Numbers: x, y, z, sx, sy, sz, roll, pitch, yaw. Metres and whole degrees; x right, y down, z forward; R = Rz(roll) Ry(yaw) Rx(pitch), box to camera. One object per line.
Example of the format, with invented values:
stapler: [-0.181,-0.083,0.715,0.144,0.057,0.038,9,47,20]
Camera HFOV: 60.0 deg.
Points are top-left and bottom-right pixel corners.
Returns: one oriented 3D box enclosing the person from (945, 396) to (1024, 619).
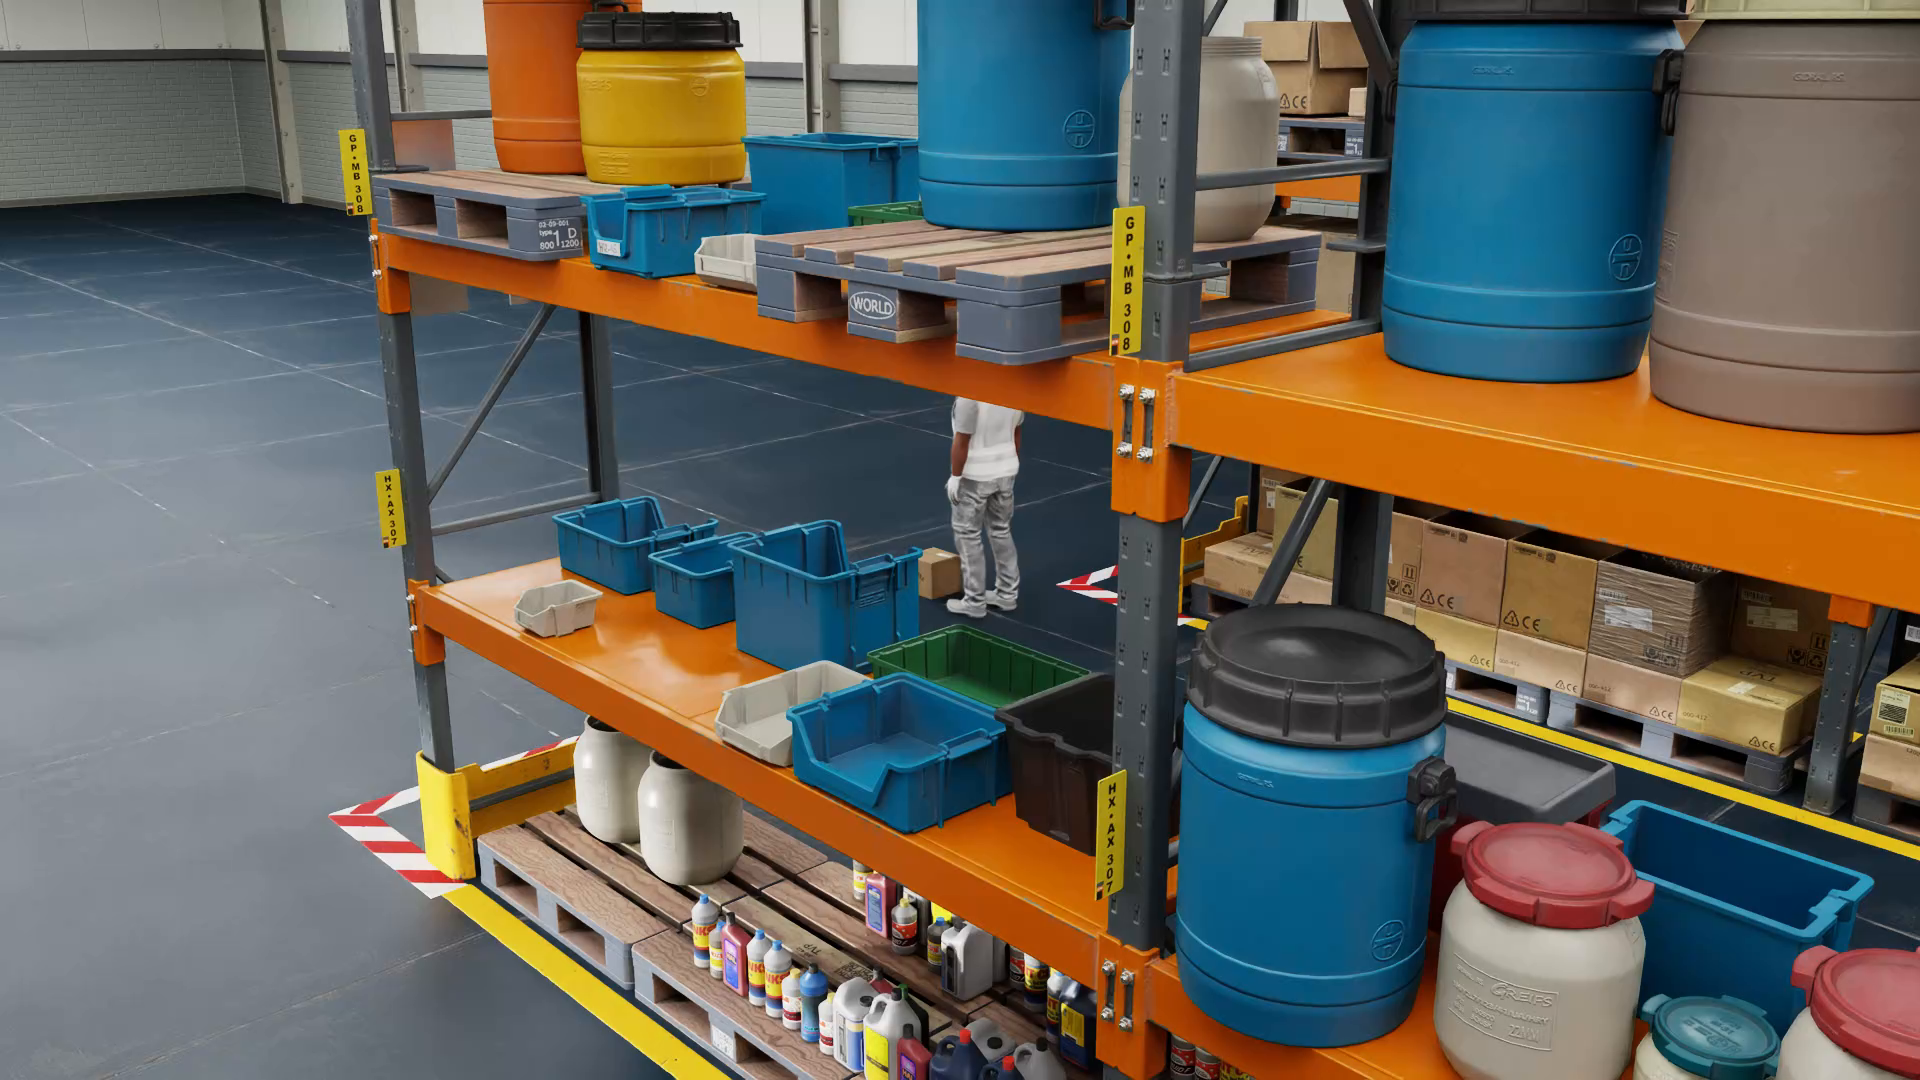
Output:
person: [0.144,-0.406,10.329,0.546,1.781,0.366,-15,23,-40]
